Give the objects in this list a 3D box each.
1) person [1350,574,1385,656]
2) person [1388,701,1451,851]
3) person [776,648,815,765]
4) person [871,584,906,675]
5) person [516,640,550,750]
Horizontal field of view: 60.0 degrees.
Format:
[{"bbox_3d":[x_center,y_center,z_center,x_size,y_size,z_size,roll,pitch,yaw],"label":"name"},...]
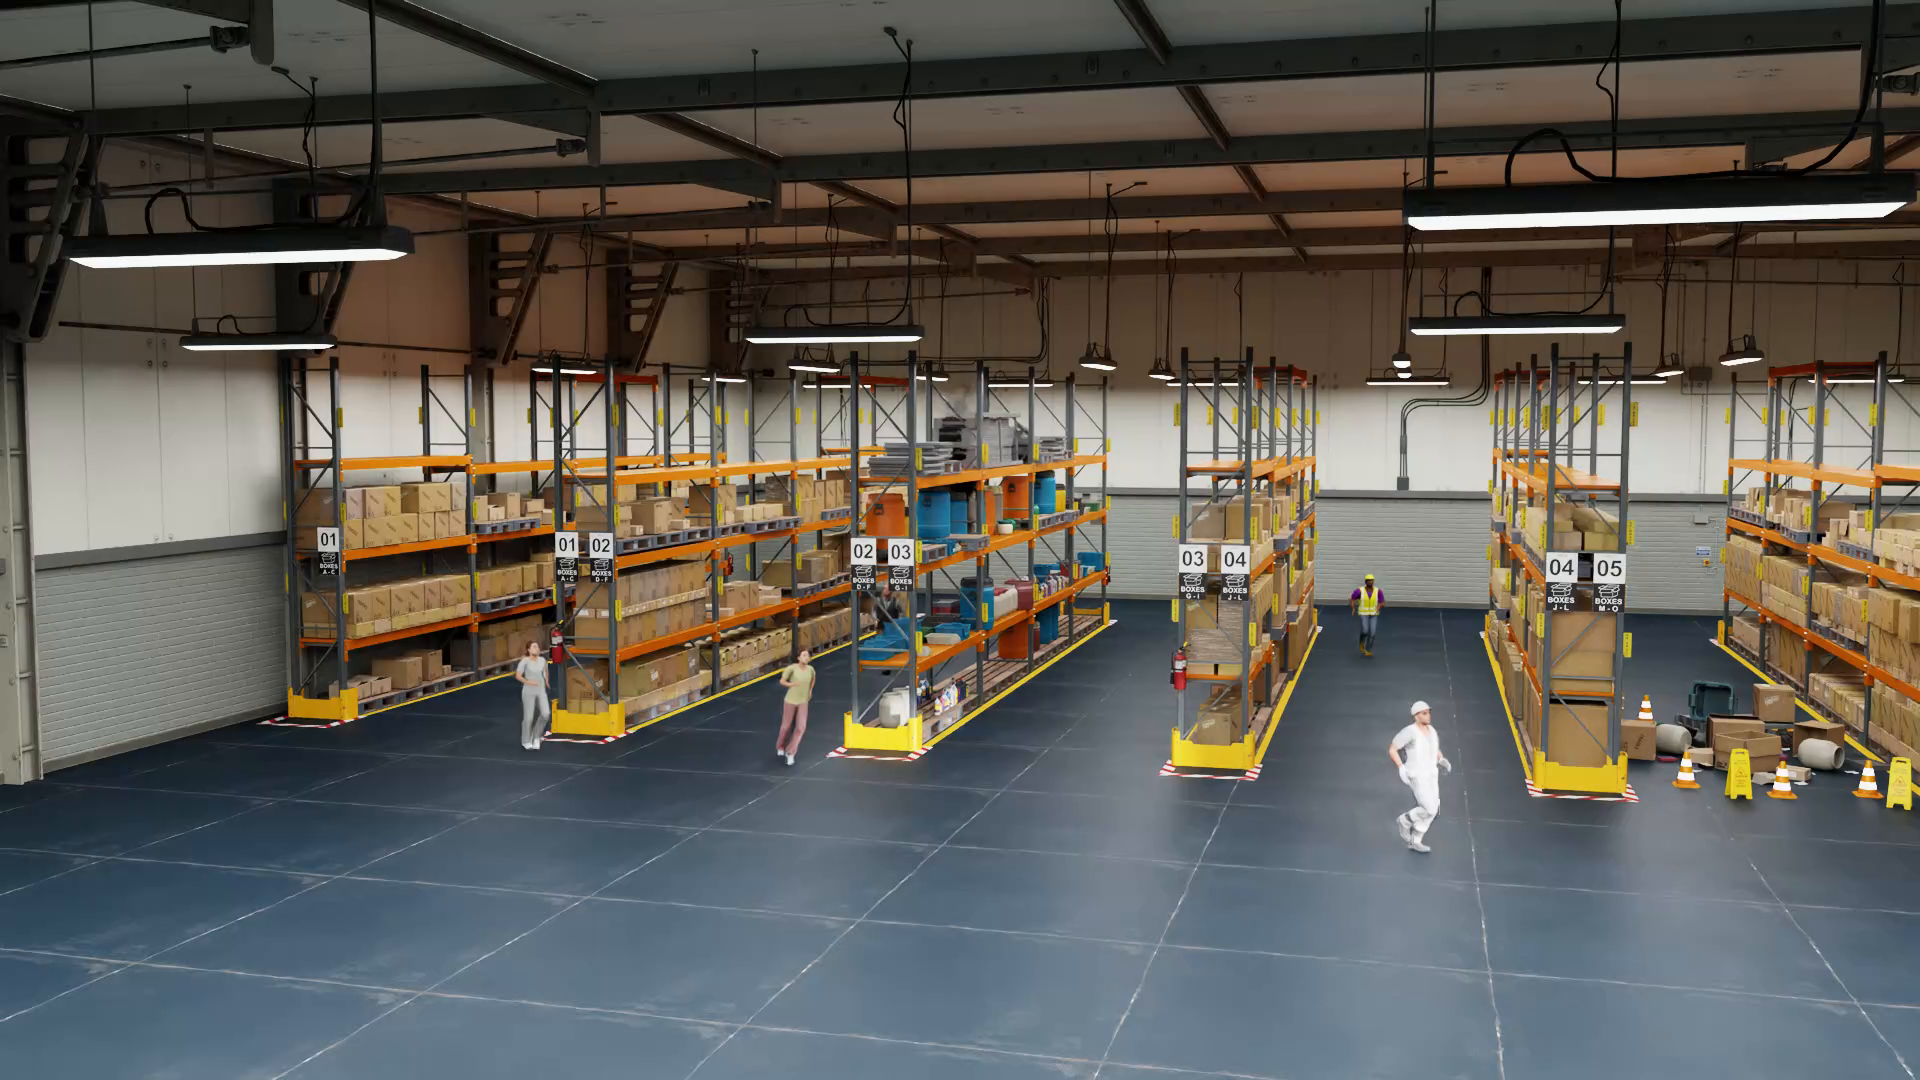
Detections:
[{"bbox_3d":[8.560,1.580,34.851,0.695,1.721,0.579,0,4,3],"label":"person"},{"bbox_3d":[5.343,2.728,19.140,0.665,1.737,0.582,-3,5,-33],"label":"person"},{"bbox_3d":[-2.358,2.402,24.304,0.586,1.683,0.689,-1,4,-18],"label":"person"},{"bbox_3d":[-1.327,1.645,30.495,0.647,1.690,0.533,0,4,6],"label":"person"},{"bbox_3d":[-6.393,2.329,25.049,0.594,1.655,0.586,-3,5,-36],"label":"person"}]
